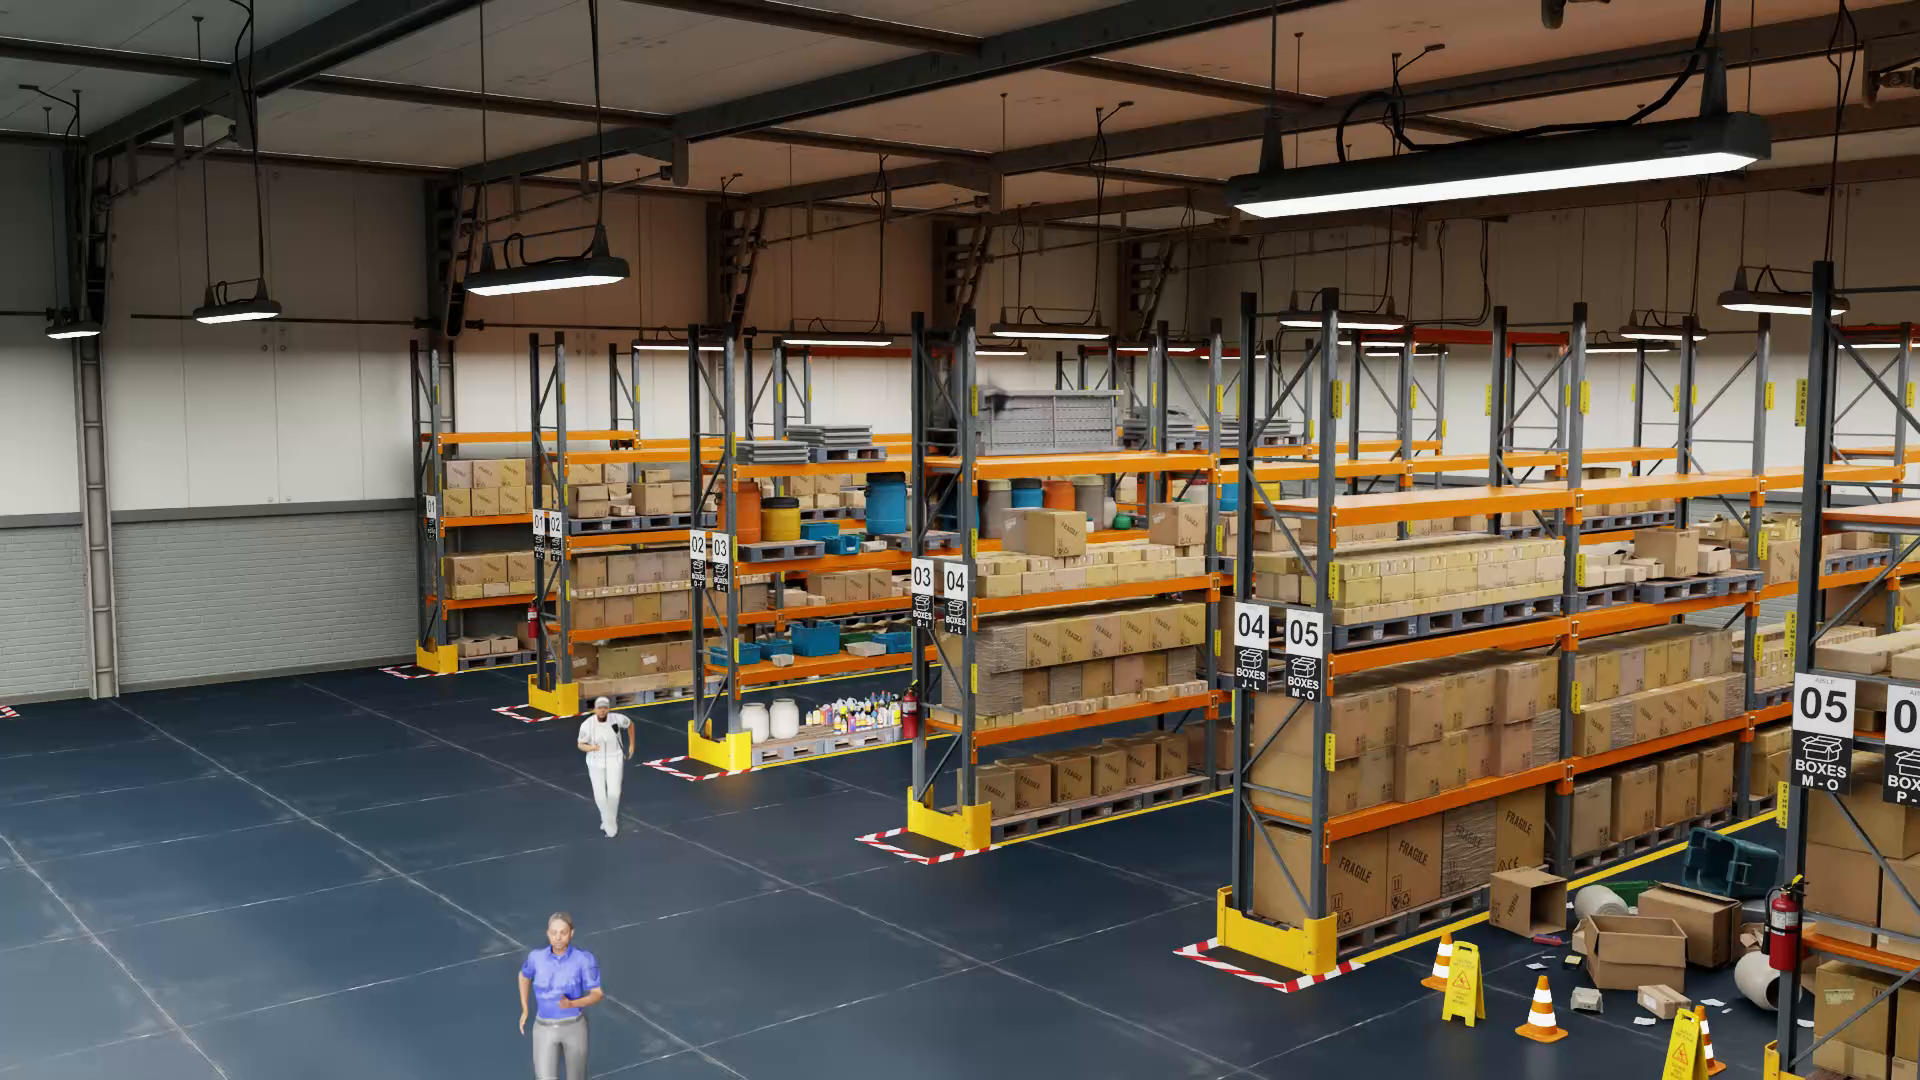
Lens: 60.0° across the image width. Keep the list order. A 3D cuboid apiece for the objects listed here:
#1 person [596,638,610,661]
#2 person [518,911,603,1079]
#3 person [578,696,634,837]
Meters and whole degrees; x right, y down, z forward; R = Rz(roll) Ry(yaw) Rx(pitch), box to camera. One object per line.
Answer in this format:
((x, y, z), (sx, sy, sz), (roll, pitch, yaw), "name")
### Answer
((-6.060, 1.631, 28.806), (0.612, 1.742, 0.631), (-4, 7, -37), "person")
((-2.657, 3.302, 11.075), (0.562, 1.682, 0.885), (-1, 5, -11), "person")
((-4.040, 2.579, 19.019), (0.633, 1.633, 0.776), (-1, 5, -11), "person")
